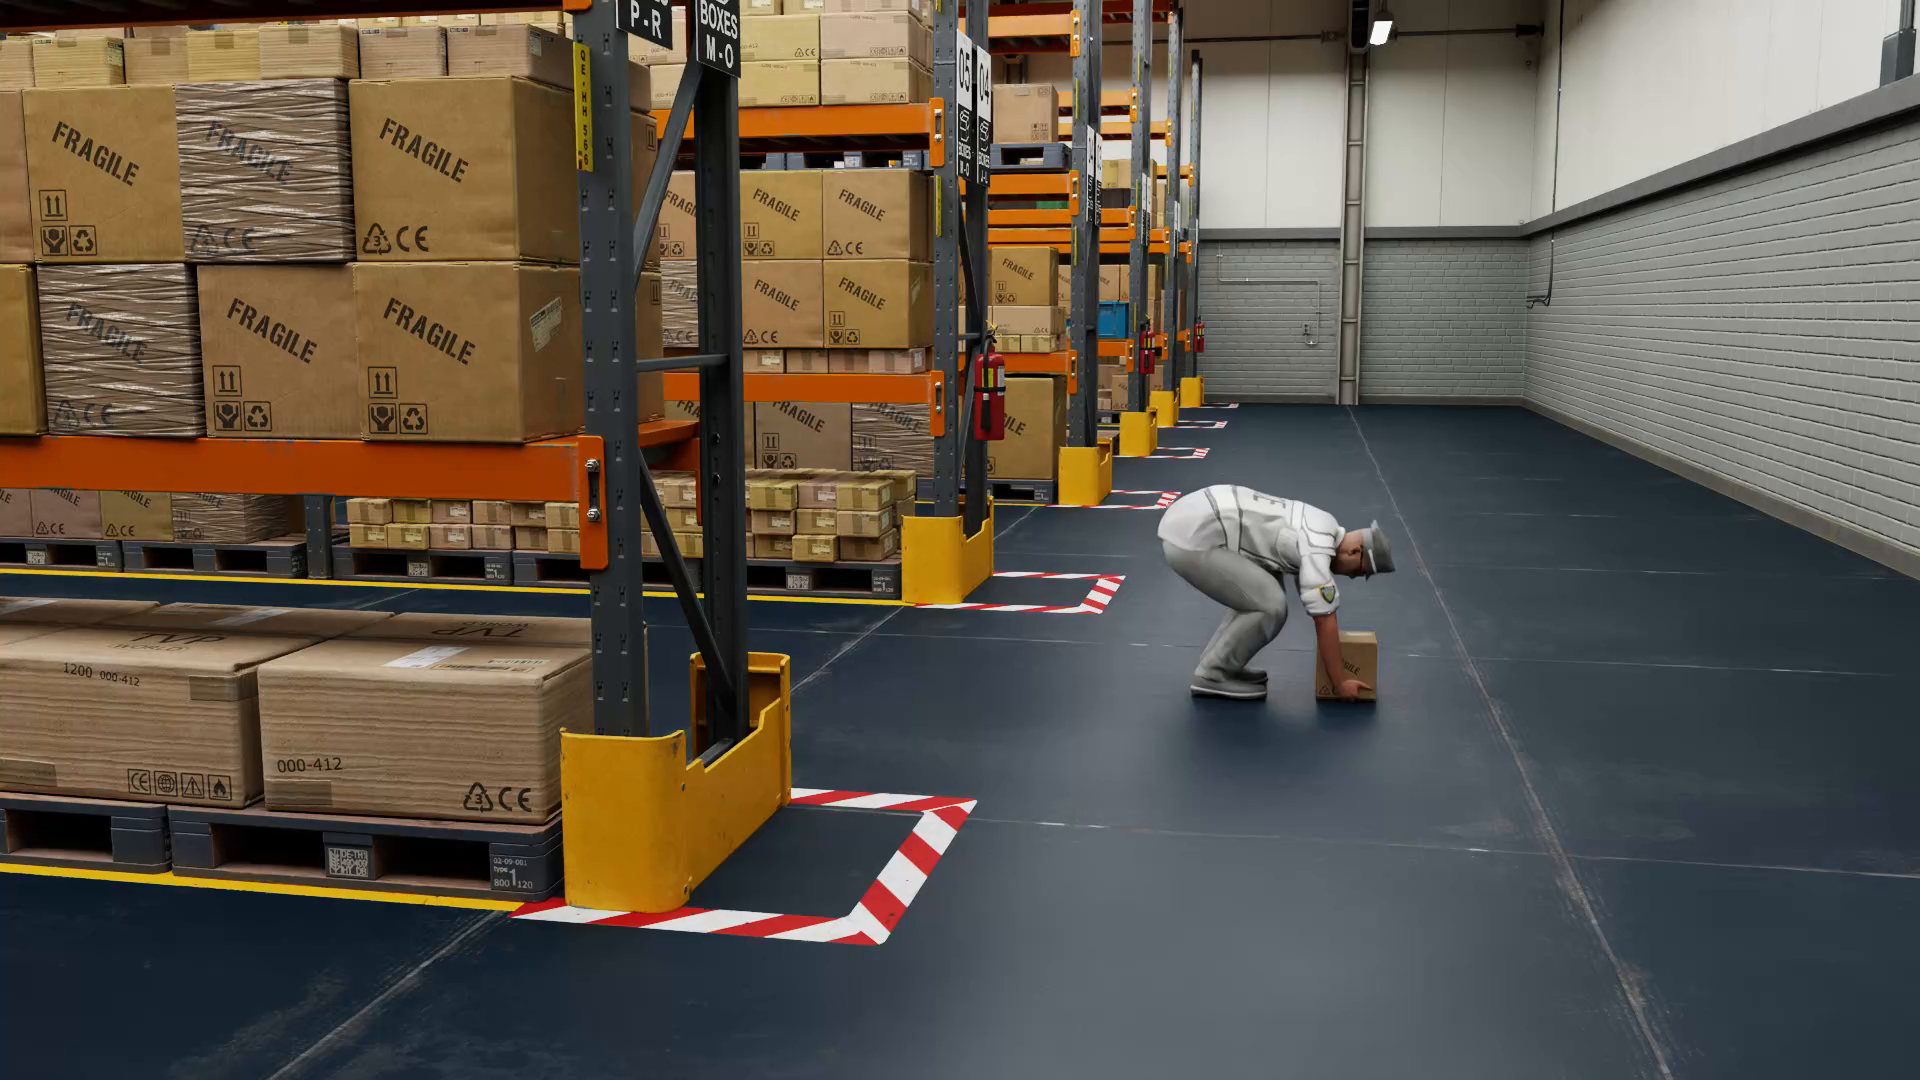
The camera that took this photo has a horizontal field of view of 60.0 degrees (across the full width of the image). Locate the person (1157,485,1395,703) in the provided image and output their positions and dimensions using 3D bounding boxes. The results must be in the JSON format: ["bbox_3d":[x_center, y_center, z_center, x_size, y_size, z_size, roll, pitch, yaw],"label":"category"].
[{"bbox_3d":[1.377,0.221,7.285,1.026,0.921,0.545,1,8,9],"label":"person"}]
